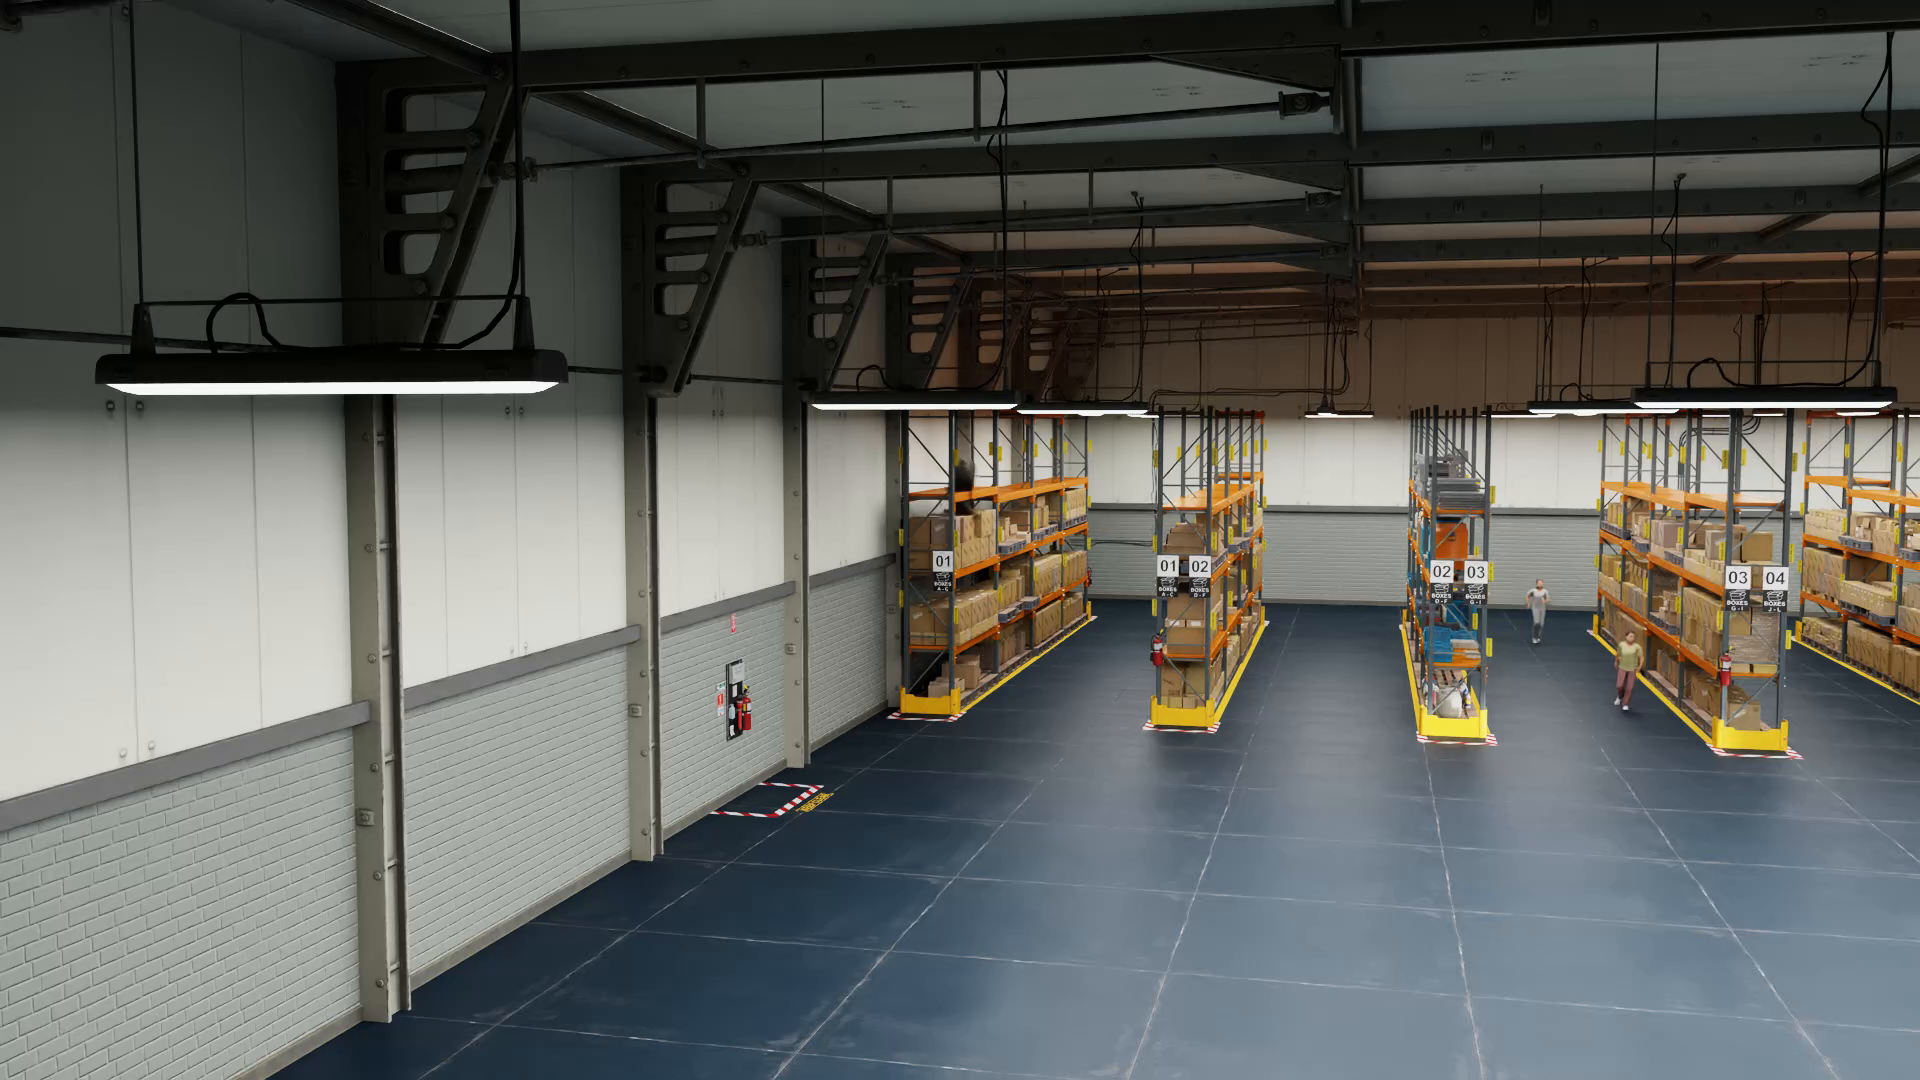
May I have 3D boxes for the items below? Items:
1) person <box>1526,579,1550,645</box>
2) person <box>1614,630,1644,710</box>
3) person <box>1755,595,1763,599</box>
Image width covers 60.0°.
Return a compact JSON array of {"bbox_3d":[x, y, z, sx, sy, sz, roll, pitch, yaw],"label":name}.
[{"bbox_3d":[14.826,1.832,42.621,0.528,1.688,0.703,0,4,4],"label":"person"},{"bbox_3d":[13.157,2.561,32.739,0.592,1.620,0.701,2,5,27],"label":"person"},{"bbox_3d":[20.767,1.725,43.610,0.657,1.804,0.793,3,5,32],"label":"person"}]
